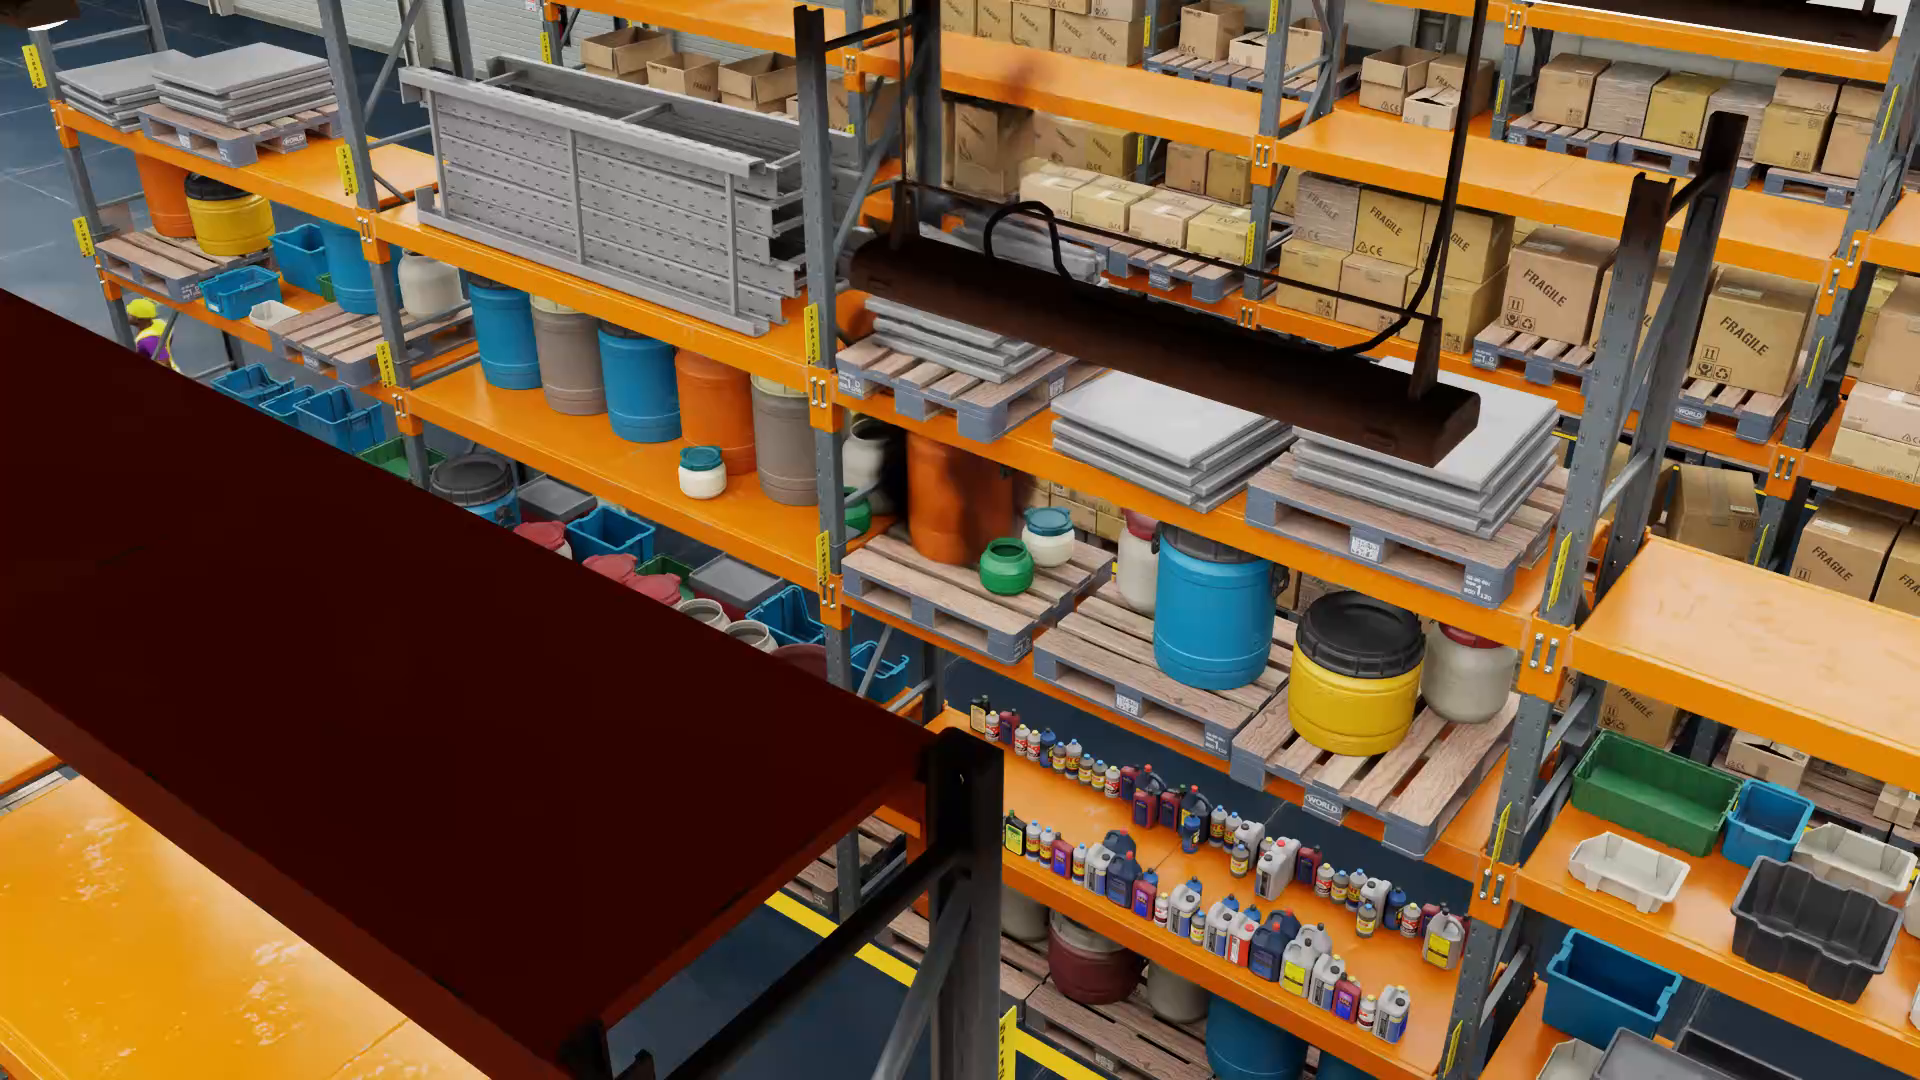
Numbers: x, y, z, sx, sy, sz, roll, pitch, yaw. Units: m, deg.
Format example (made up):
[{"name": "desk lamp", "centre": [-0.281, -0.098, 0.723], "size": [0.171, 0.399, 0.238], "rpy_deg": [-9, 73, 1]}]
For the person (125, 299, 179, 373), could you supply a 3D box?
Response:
[{"name": "person", "centre": [-7.715, -1.502, 16.012], "size": [0.851, 1.786, 0.710], "rpy_deg": [-3, 32, -4]}]

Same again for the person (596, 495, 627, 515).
[{"name": "person", "centre": [-3.233, -0.751, 14.948], "size": [0.536, 1.622, 0.581], "rpy_deg": [17, 35, 25]}]
